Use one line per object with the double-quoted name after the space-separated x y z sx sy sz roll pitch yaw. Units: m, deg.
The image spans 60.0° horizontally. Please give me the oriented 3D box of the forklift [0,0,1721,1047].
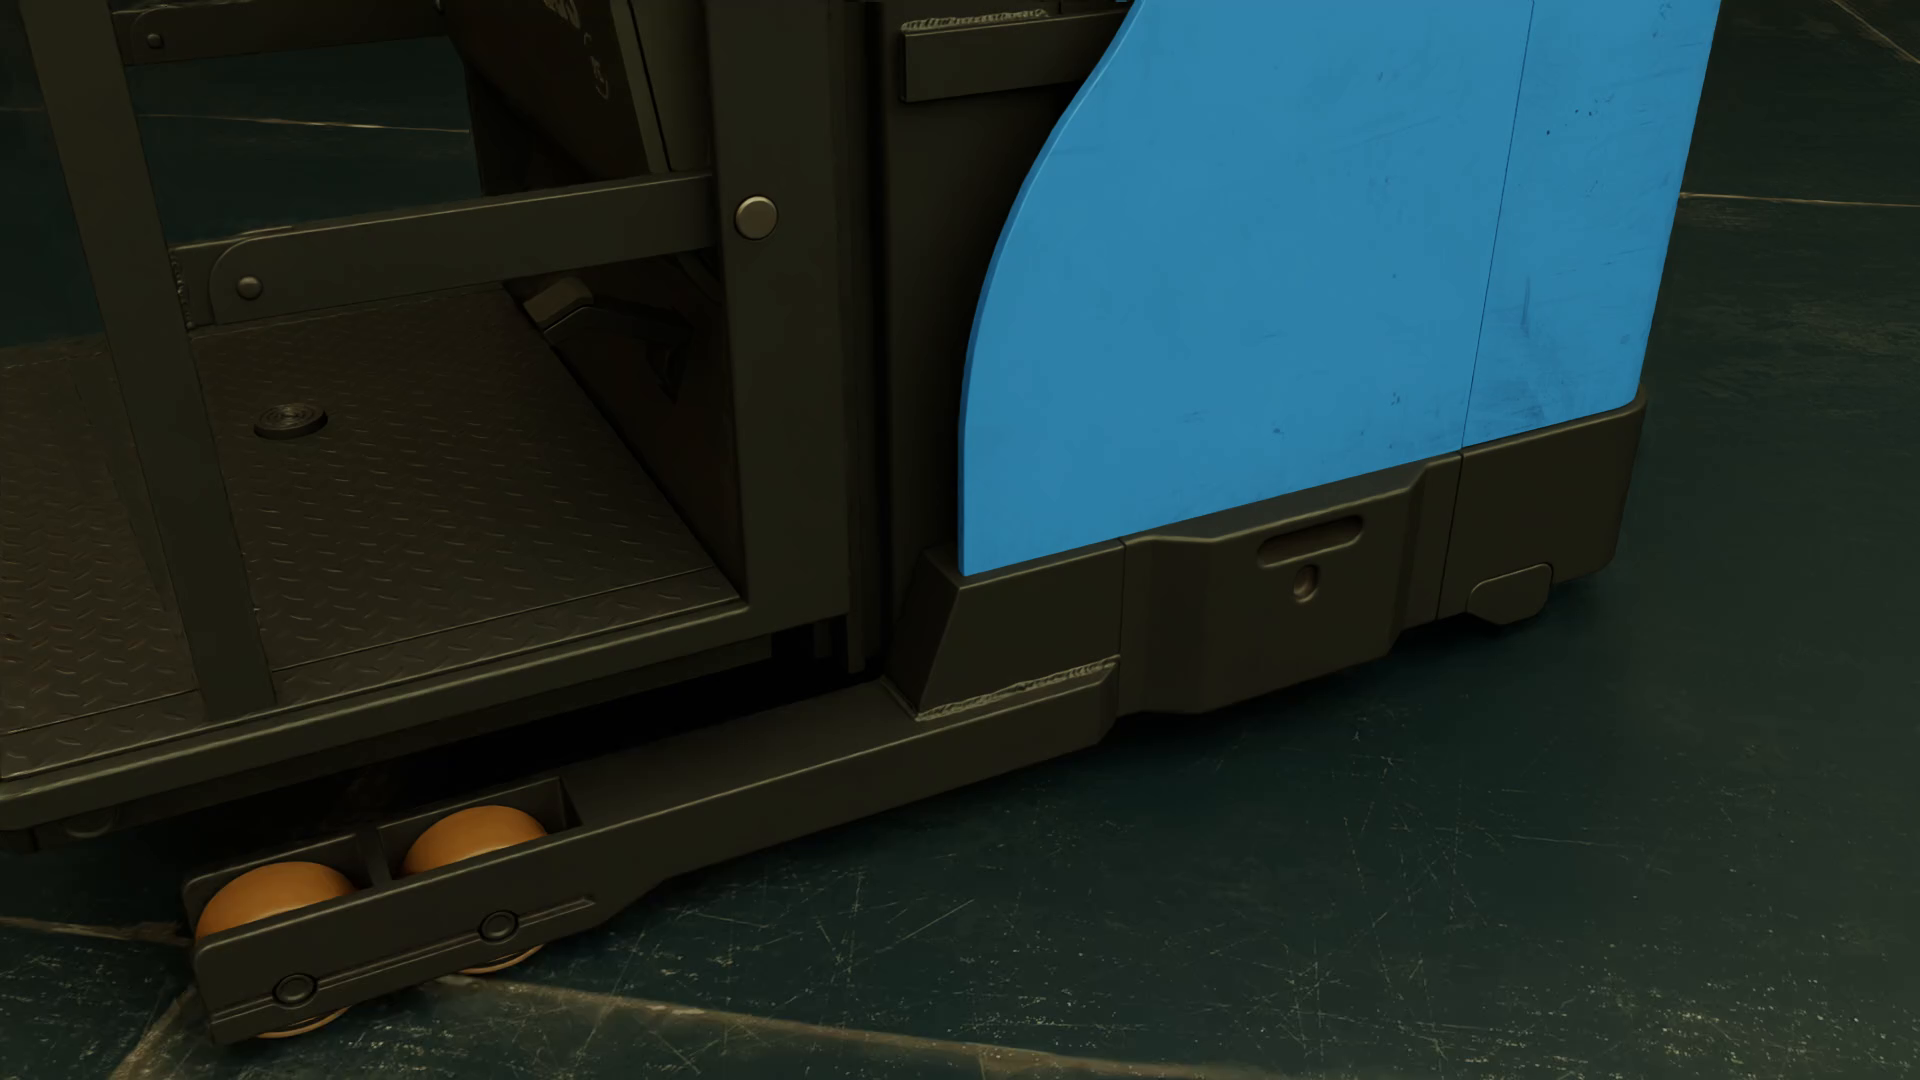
-0.632 -1.090 1.444 3.031 2.935 1.130 -14 32 -23 "forklift"
